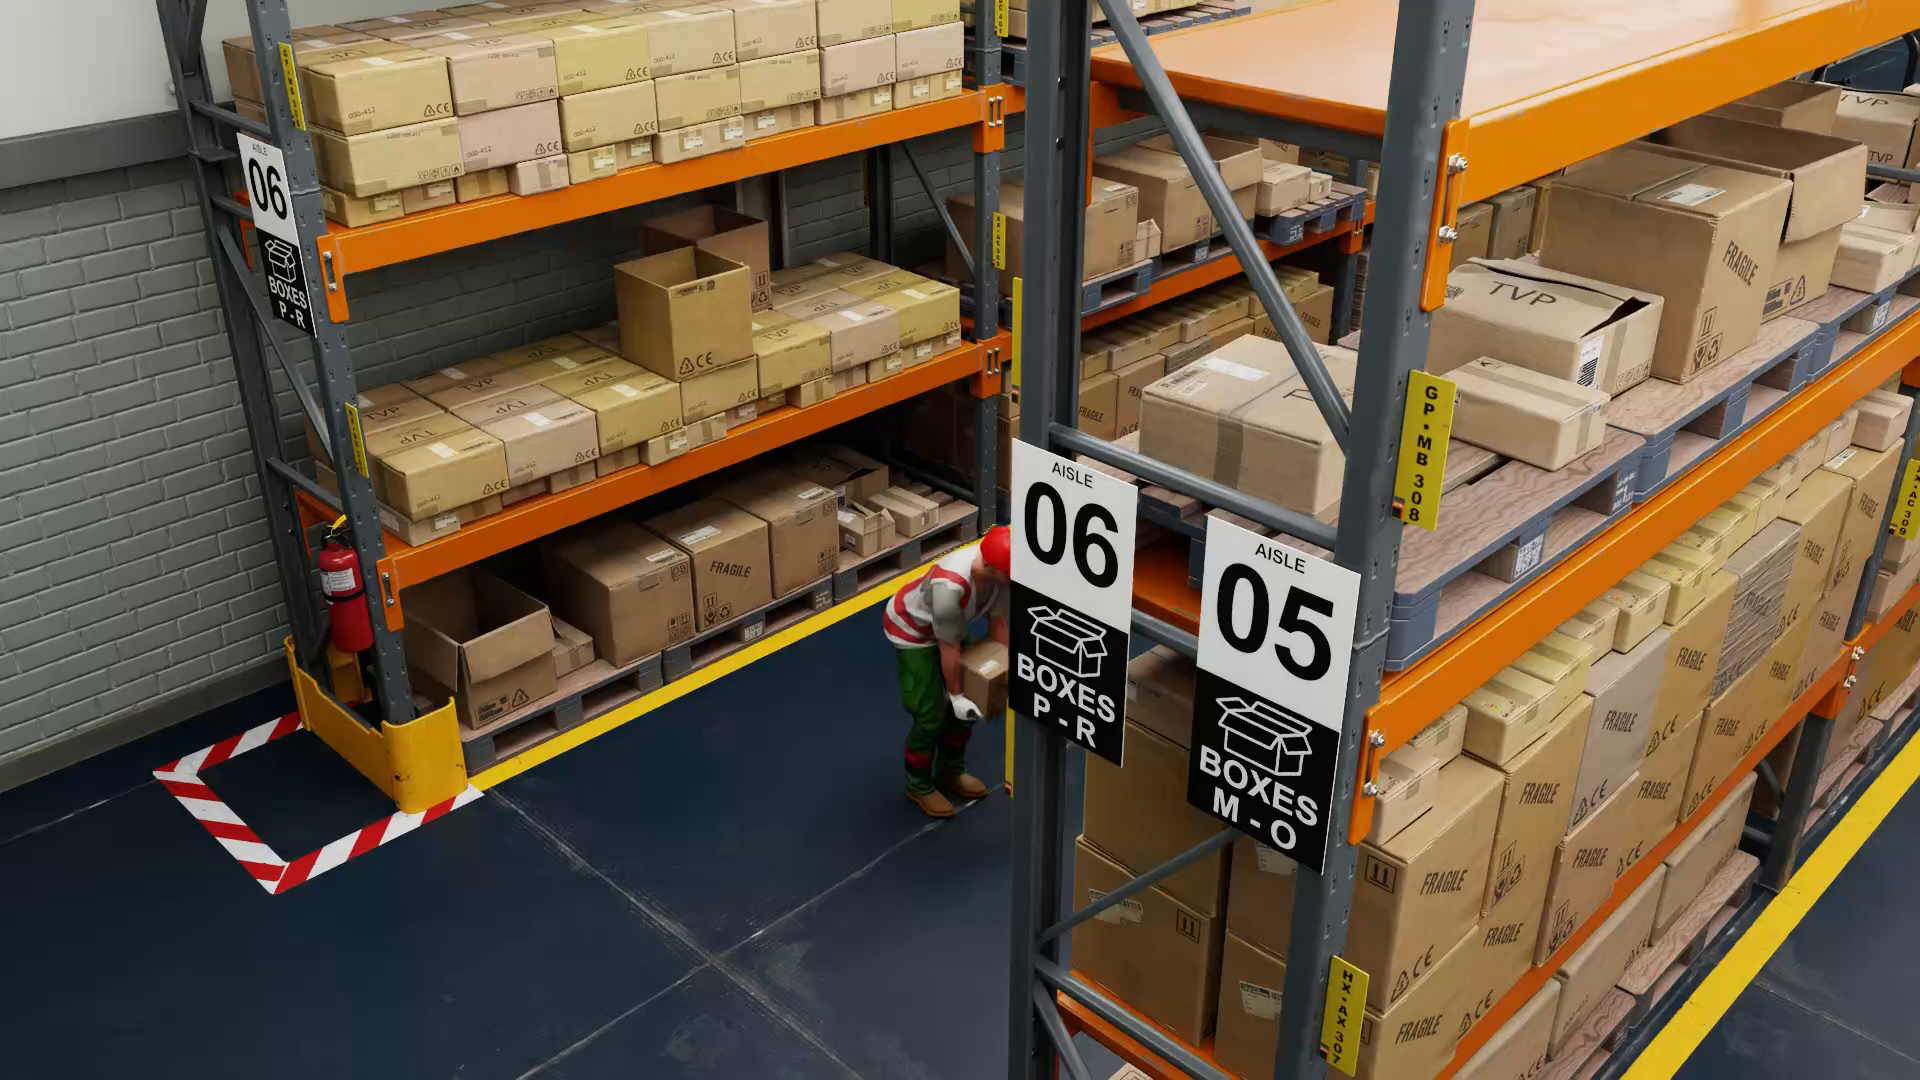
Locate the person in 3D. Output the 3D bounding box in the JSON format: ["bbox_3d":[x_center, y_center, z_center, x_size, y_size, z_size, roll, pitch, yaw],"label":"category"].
[{"bbox_3d":[0.013,0.577,7.706,0.782,1.583,0.487,23,35,37],"label":"person"}]
